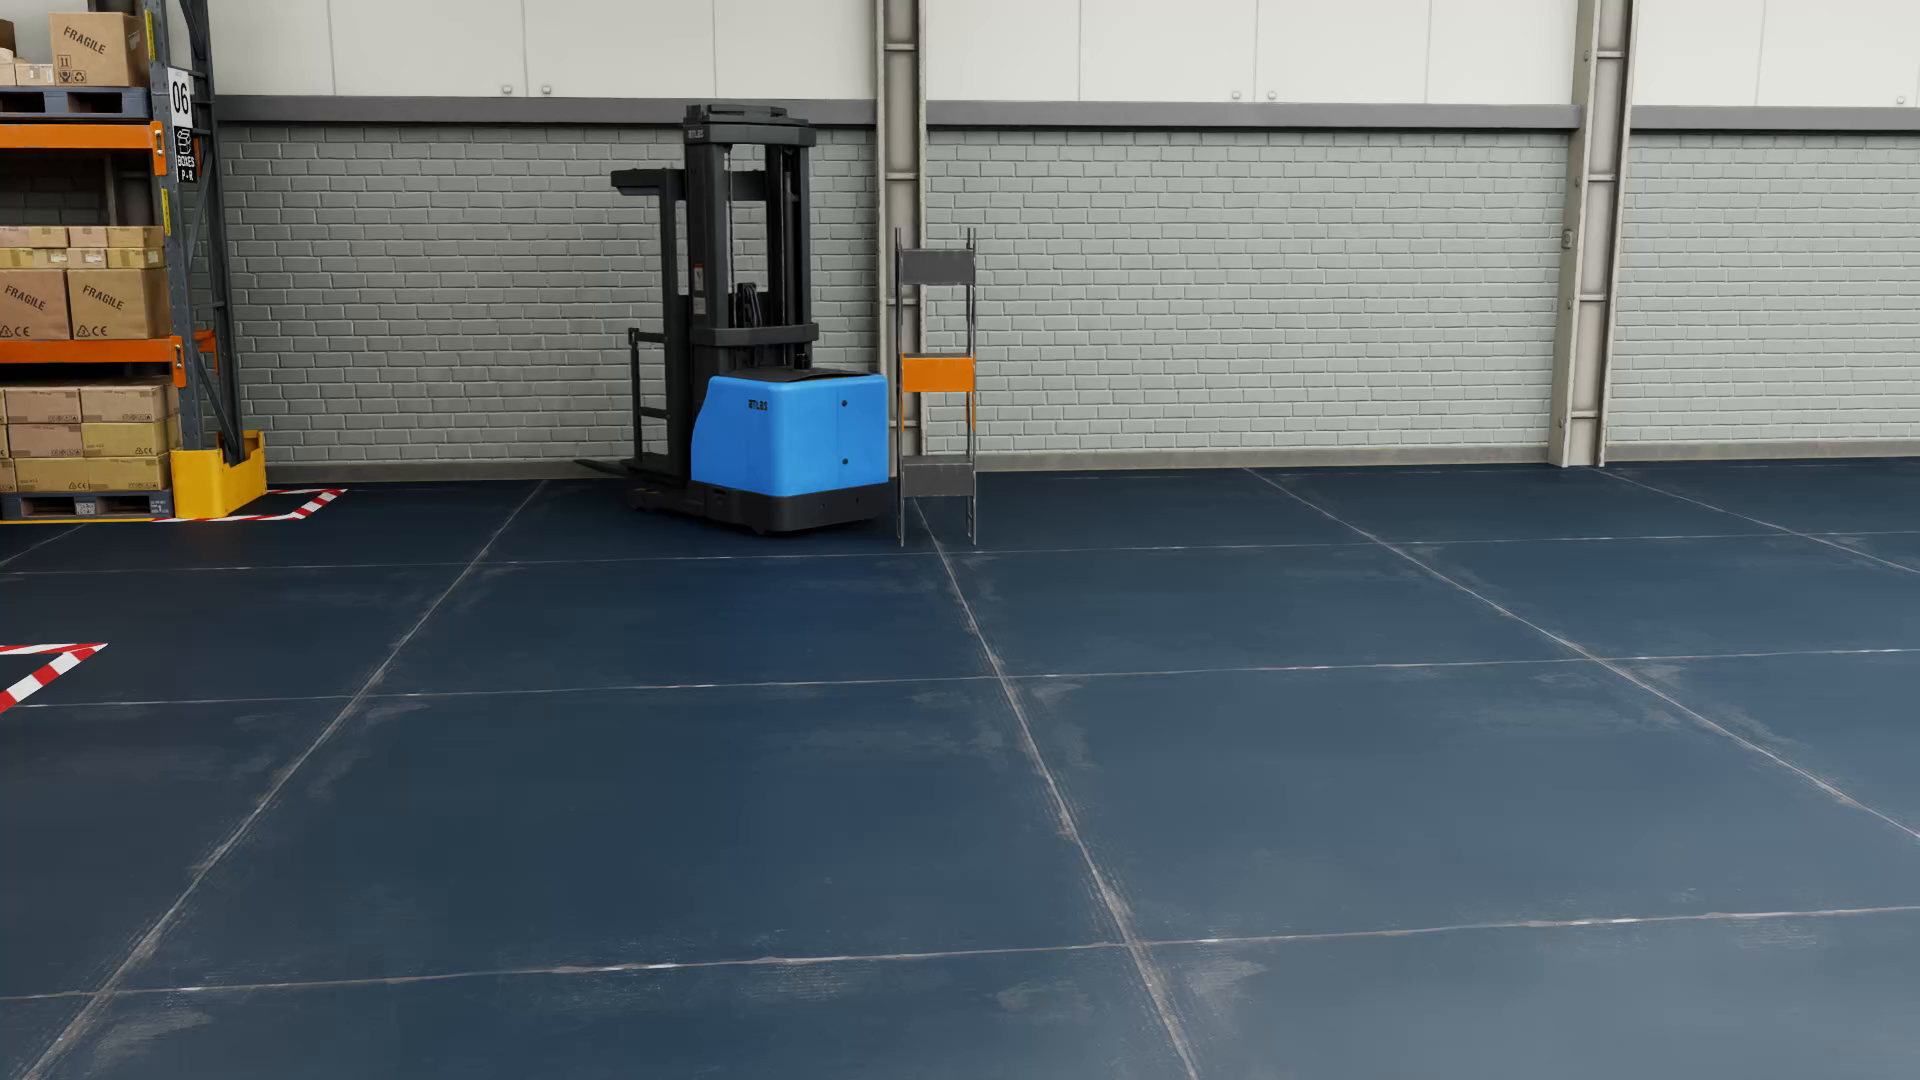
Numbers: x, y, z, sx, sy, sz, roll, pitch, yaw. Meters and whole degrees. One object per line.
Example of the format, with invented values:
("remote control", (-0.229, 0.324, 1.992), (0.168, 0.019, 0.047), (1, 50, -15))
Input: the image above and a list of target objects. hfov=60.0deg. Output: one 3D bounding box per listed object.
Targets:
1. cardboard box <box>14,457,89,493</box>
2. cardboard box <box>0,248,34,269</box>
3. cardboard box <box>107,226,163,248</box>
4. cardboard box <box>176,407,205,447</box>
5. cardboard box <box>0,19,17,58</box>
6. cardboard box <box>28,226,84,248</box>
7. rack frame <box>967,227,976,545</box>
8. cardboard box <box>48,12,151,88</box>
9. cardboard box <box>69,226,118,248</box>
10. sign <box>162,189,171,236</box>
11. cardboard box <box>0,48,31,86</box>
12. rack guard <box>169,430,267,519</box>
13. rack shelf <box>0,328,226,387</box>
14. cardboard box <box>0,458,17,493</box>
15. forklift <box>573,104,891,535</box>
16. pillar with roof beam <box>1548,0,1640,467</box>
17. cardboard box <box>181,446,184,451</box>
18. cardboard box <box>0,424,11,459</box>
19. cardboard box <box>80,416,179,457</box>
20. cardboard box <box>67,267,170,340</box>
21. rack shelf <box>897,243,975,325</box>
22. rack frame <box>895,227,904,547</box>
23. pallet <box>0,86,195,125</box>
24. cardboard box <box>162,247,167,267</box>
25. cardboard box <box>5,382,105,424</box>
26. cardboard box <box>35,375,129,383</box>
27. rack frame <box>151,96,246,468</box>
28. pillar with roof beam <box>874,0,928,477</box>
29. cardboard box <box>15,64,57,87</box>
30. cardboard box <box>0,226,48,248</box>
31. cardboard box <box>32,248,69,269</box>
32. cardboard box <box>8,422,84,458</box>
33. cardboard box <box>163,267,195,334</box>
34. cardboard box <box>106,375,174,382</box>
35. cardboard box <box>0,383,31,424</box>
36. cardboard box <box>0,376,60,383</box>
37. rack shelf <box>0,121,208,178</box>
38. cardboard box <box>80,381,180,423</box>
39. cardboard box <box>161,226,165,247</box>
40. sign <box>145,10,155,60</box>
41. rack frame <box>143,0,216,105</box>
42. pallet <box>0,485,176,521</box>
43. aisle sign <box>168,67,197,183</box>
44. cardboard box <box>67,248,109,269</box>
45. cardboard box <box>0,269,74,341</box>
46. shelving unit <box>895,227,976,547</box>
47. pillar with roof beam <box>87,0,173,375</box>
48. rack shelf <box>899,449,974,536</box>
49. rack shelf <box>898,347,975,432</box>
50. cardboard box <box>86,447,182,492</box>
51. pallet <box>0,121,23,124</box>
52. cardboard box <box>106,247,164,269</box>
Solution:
("cardboard box", (-6.591, -0.517, 12.261), (0.500, 0.250, 0.500), (-1, 11, -6))
("cardboard box", (-6.740, -2.038, 12.016), (0.250, 0.149, 0.380), (-1, 11, -6))
("cardboard box", (-5.996, -2.204, 12.093), (0.250, 0.149, 0.380), (-1, 11, -6))
("cardboard box", (-6.153, -0.871, 12.767), (0.500, 0.250, 0.500), (-1, 11, -5))
("cardboard box", (-7.106, -3.457, 11.793), (0.500, 0.500, 0.700), (-1, 11, -6))
("cardboard box", (-6.495, -2.183, 11.983), (0.250, 0.149, 0.380), (-1, 11, -5))
("rack frame", (0.078, -1.032, 11.174), (0.015, 2.100, 0.400), (-1, 11, -6))
("cardboard box", (-6.076, -3.459, 11.804), (0.500, 0.500, 0.500), (-1, 11, -4))
("cardboard box", (-6.238, -2.193, 12.037), (0.250, 0.149, 0.380), (-1, 11, -6))
("sign", (-5.618, -2.319, 11.772), (0.005, 0.325, 0.100), (-1, 11, -6))
("cardboard box", (-6.706, -3.319, 11.700), (0.258, 0.266, 0.396), (-1, 11, -6))
("rack guard", (-5.639, -0.513, 12.681), (0.348, 0.500, 1.175), (-1, 11, -6))
("rack shelf", (-7.651, -1.344, 12.295), (4.000, 0.370, 1.077), (-1, 11, -6))
("cardboard box", (-7.089, -0.508, 12.217), (0.500, 0.250, 0.500), (-1, 11, -5))
("forklift", (-1.867, -1.697, 12.402), (1.130, 2.935, 3.031), (-10, 15, -42))
("pillar with roof beam", (5.942, -4.265, 9.737), (0.400, 9.000, 9.100), (-1, 11, -6))
("cardboard box", (-6.172, -0.623, 12.801), (0.500, 0.250, 0.500), (-1, 11, -6))
("cardboard box", (-7.124, -0.748, 12.140), (0.500, 0.250, 0.500), (-1, 11, -7))
("cardboard box", (-6.113, -0.771, 12.258), (0.500, 0.250, 0.500), (-1, 11, -7))
("cardboard box", (-6.124, -1.727, 12.120), (0.500, 0.500, 0.500), (-1, 11, -7))
("rack shelf", (-0.165, -1.700, 11.016), (0.480, 0.518, 0.431), (-1, 11, -6))
("rack frame", (-0.407, -1.022, 11.122), (0.015, 2.100, 0.400), (-1, 11, -6))
("pallet", (-6.368, -3.158, 12.107), (1.213, 0.211, 1.003), (-1, 11, -6))
("cardboard box", (-6.028, -2.149, 12.583), (0.250, 0.149, 0.380), (-1, 11, -8))
("cardboard box", (-6.594, -1.005, 12.153), (0.500, 0.250, 0.500), (-1, 11, -5))
("cardboard box", (-6.657, -1.102, 12.643), (0.500, 0.250, 0.500), (-1, 11, -6))
("rack frame", (-5.663, -1.739, 12.438), (0.127, 3.000, 1.000), (-1, 11, -6))
("pillar with roof beam", (-0.022, -4.140, 9.101), (0.400, 9.000, 9.100), (-1, 11, -6))
("cardboard box", (-6.454, -3.267, 11.738), (0.250, 0.149, 0.380), (-2, 11, -8))
("cardboard box", (-6.751, -2.192, 12.029), (0.250, 0.149, 0.380), (-1, 11, -6))
("cardboard box", (-6.493, -2.041, 12.032), (0.250, 0.149, 0.380), (-1, 11, -5))
("cardboard box", (-6.613, -0.763, 12.215), (0.500, 0.250, 0.500), (-1, 11, -7))
("cardboard box", (-6.185, -1.831, 12.646), (0.500, 0.500, 0.500), (-1, 11, -4))
("cardboard box", (-6.161, -1.113, 12.700), (0.500, 0.250, 0.500), (-1, 11, -7))
("cardboard box", (-7.094, -0.993, 12.090), (0.500, 0.250, 0.500), (-1, 11, -5))
("cardboard box", (-7.156, -1.093, 12.601), (0.500, 0.250, 0.500), (-1, 11, -6))
("rack shelf", (-7.651, -2.816, 12.006), (4.000, 0.370, 1.077), (-1, 11, -6))
("cardboard box", (-6.087, -1.017, 12.213), (0.500, 0.250, 0.500), (-1, 11, -4))
("cardboard box", (-6.020, -2.286, 12.510), (0.250, 0.149, 0.380), (-1, 11, -7))
("sign", (-5.618, -3.502, 11.540), (0.005, 0.325, 0.100), (-1, 11, -6))
("rack frame", (-5.663, -4.683, 11.859), (0.127, 3.000, 1.000), (-1, 11, -6))
("pallet", (-6.418, -0.347, 12.585), (1.213, 0.211, 1.003), (-1, 11, -6))
("aisle sign", (-5.566, -2.960, 11.907), (0.004, 0.787, 0.394), (-1, 11, -6))
("cardboard box", (-6.228, -2.034, 11.999), (0.250, 0.149, 0.380), (-1, 11, -5))
("cardboard box", (-6.640, -1.718, 12.074), (0.500, 0.500, 0.500), (-1, 11, -4))
("shelving unit", (-0.165, -1.027, 11.148), (0.503, 2.100, 0.431), (-1, 11, -6))
("pillar with roof beam", (-5.987, -4.015, 8.465), (0.400, 9.000, 9.100), (-1, 11, -6))
("rack shelf", (-0.165, -0.327, 11.286), (0.480, 0.518, 0.431), (-1, 11, -6))
("rack shelf", (-0.165, -1.013, 11.151), (0.480, 0.518, 0.431), (-1, 11, -6))
("cardboard box", (-6.096, -0.526, 12.304), (0.500, 0.250, 0.500), (-1, 11, -6))
("pallet", (-7.584, -3.132, 11.975), (1.213, 0.211, 1.003), (-1, 11, -6))
("cardboard box", (-5.977, -2.045, 12.055), (0.250, 0.149, 0.380), (-1, 11, -5))
